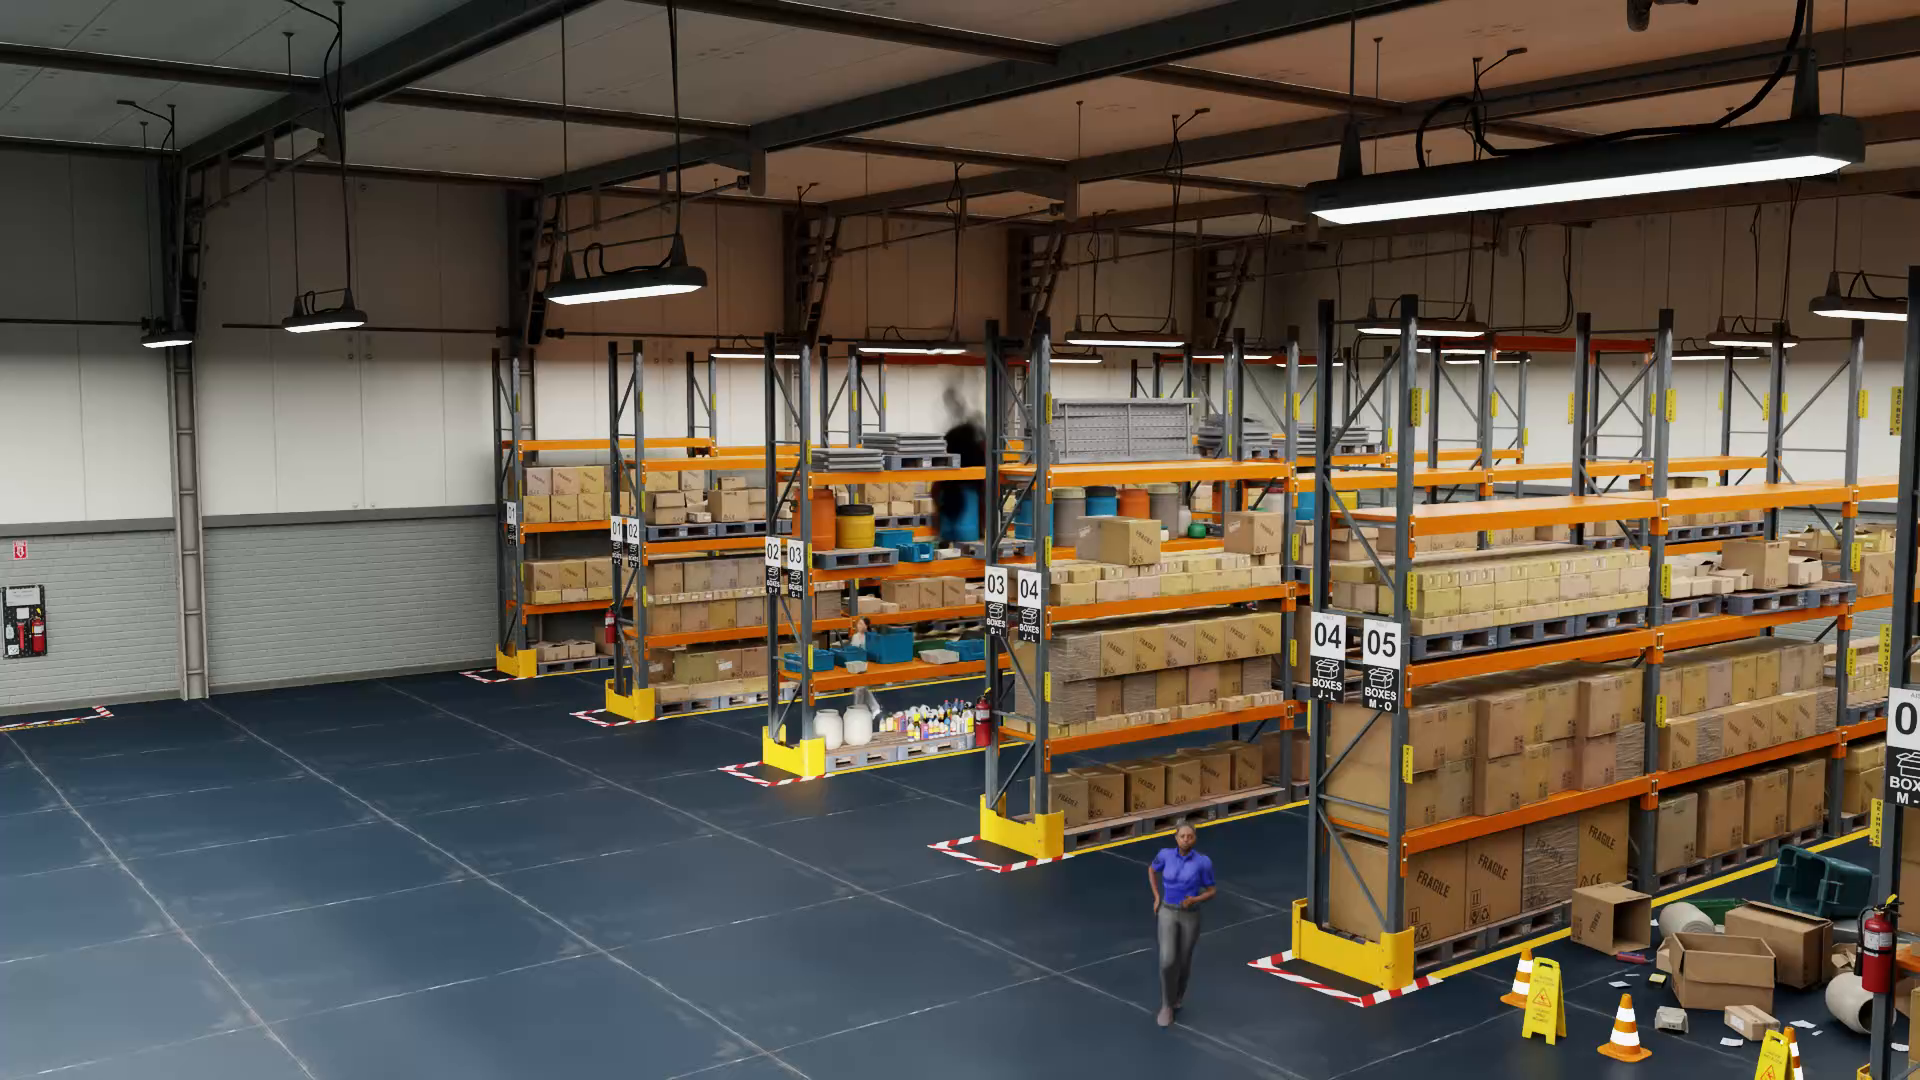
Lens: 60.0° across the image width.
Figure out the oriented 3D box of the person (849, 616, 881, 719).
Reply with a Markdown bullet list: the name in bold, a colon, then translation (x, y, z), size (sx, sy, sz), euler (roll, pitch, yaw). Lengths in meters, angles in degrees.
- **person**: translation (-1.508, 2.036, 25.890), size (0.554, 1.700, 0.807), euler (5, 7, 43)

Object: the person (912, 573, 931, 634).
- **person**: translation (-0.737, 1.476, 32.082), size (0.811, 1.824, 0.682), euler (-4, 6, -35)

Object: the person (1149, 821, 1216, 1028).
- **person**: translation (1.826, 3.155, 13.720), size (0.562, 1.682, 0.642), euler (1, 5, 9)
